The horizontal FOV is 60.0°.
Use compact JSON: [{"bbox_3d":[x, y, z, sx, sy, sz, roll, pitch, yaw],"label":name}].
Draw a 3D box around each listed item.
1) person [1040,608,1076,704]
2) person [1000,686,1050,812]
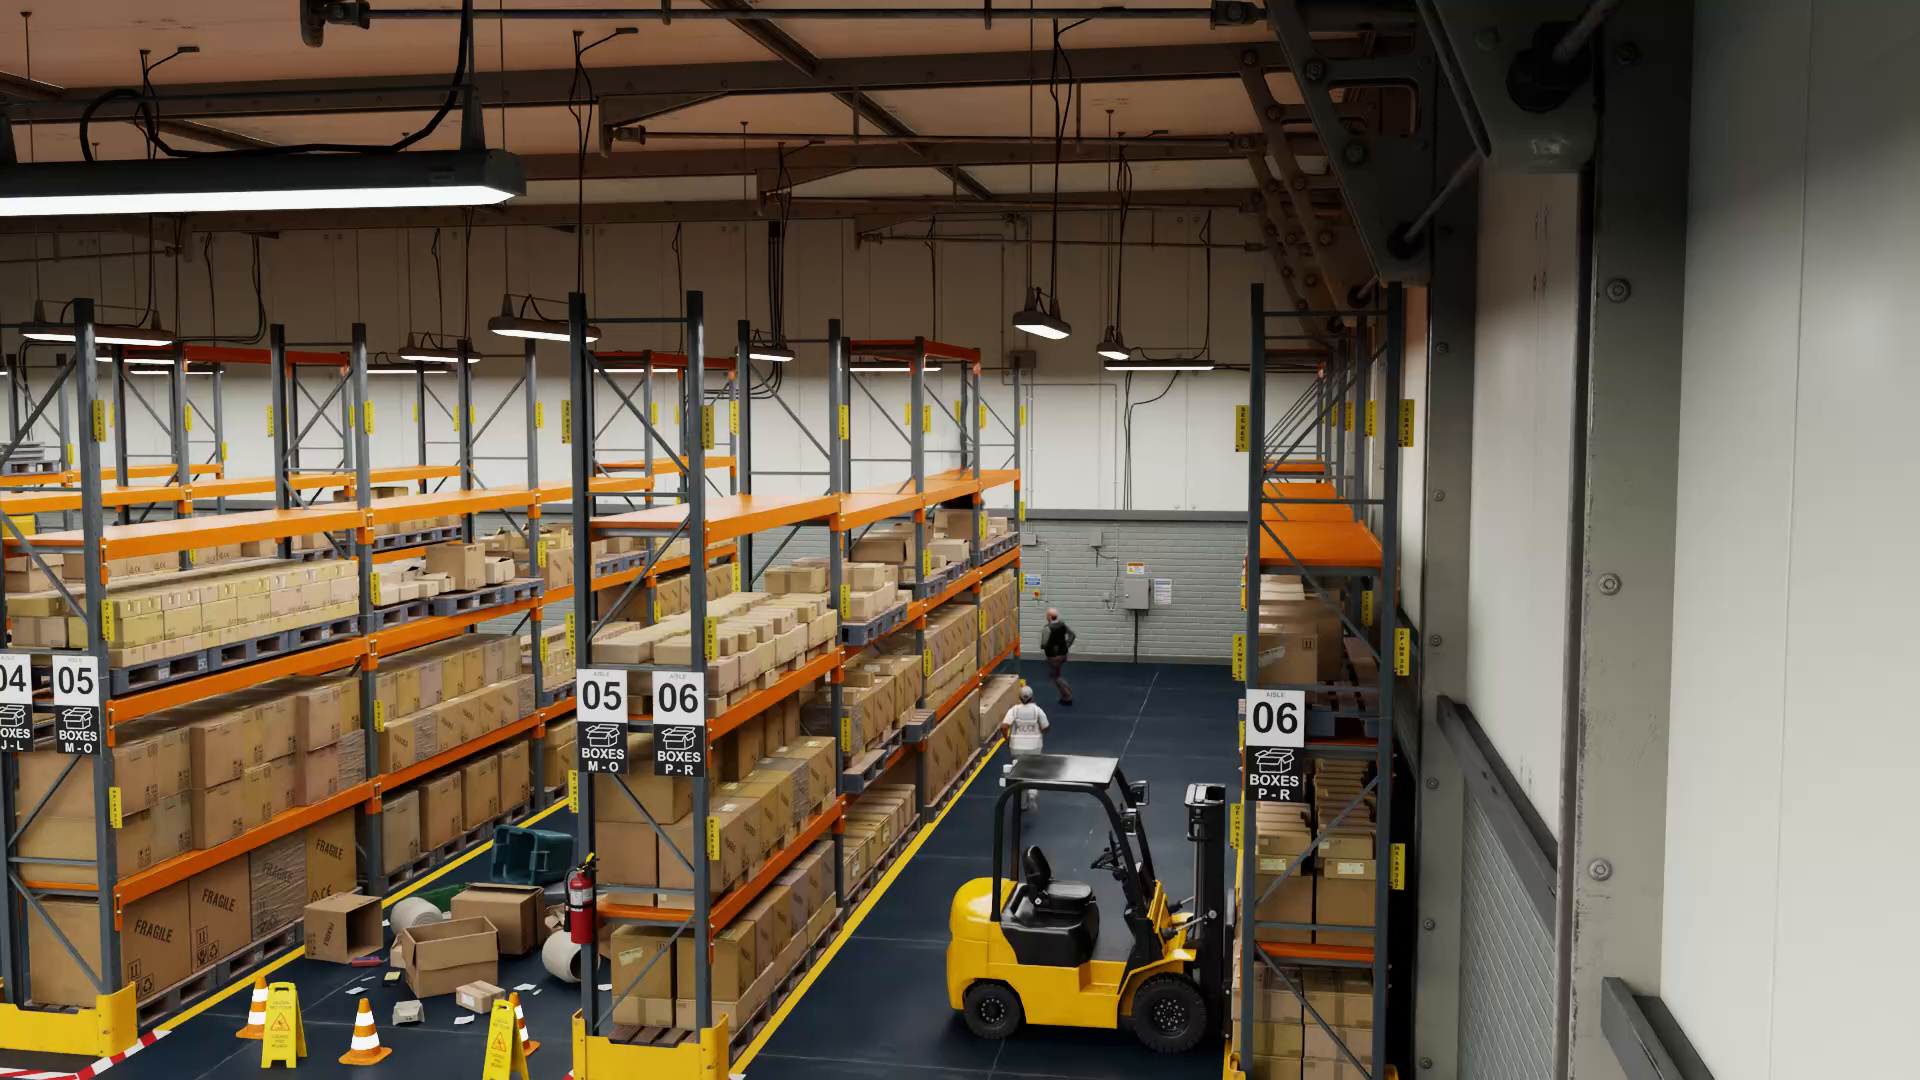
[{"bbox_3d":[1.630,2.016,28.774,0.614,1.693,0.642,4,6,40],"label":"person"},{"bbox_3d":[0.827,2.661,21.032,0.619,1.648,0.830,0,5,5],"label":"person"}]
